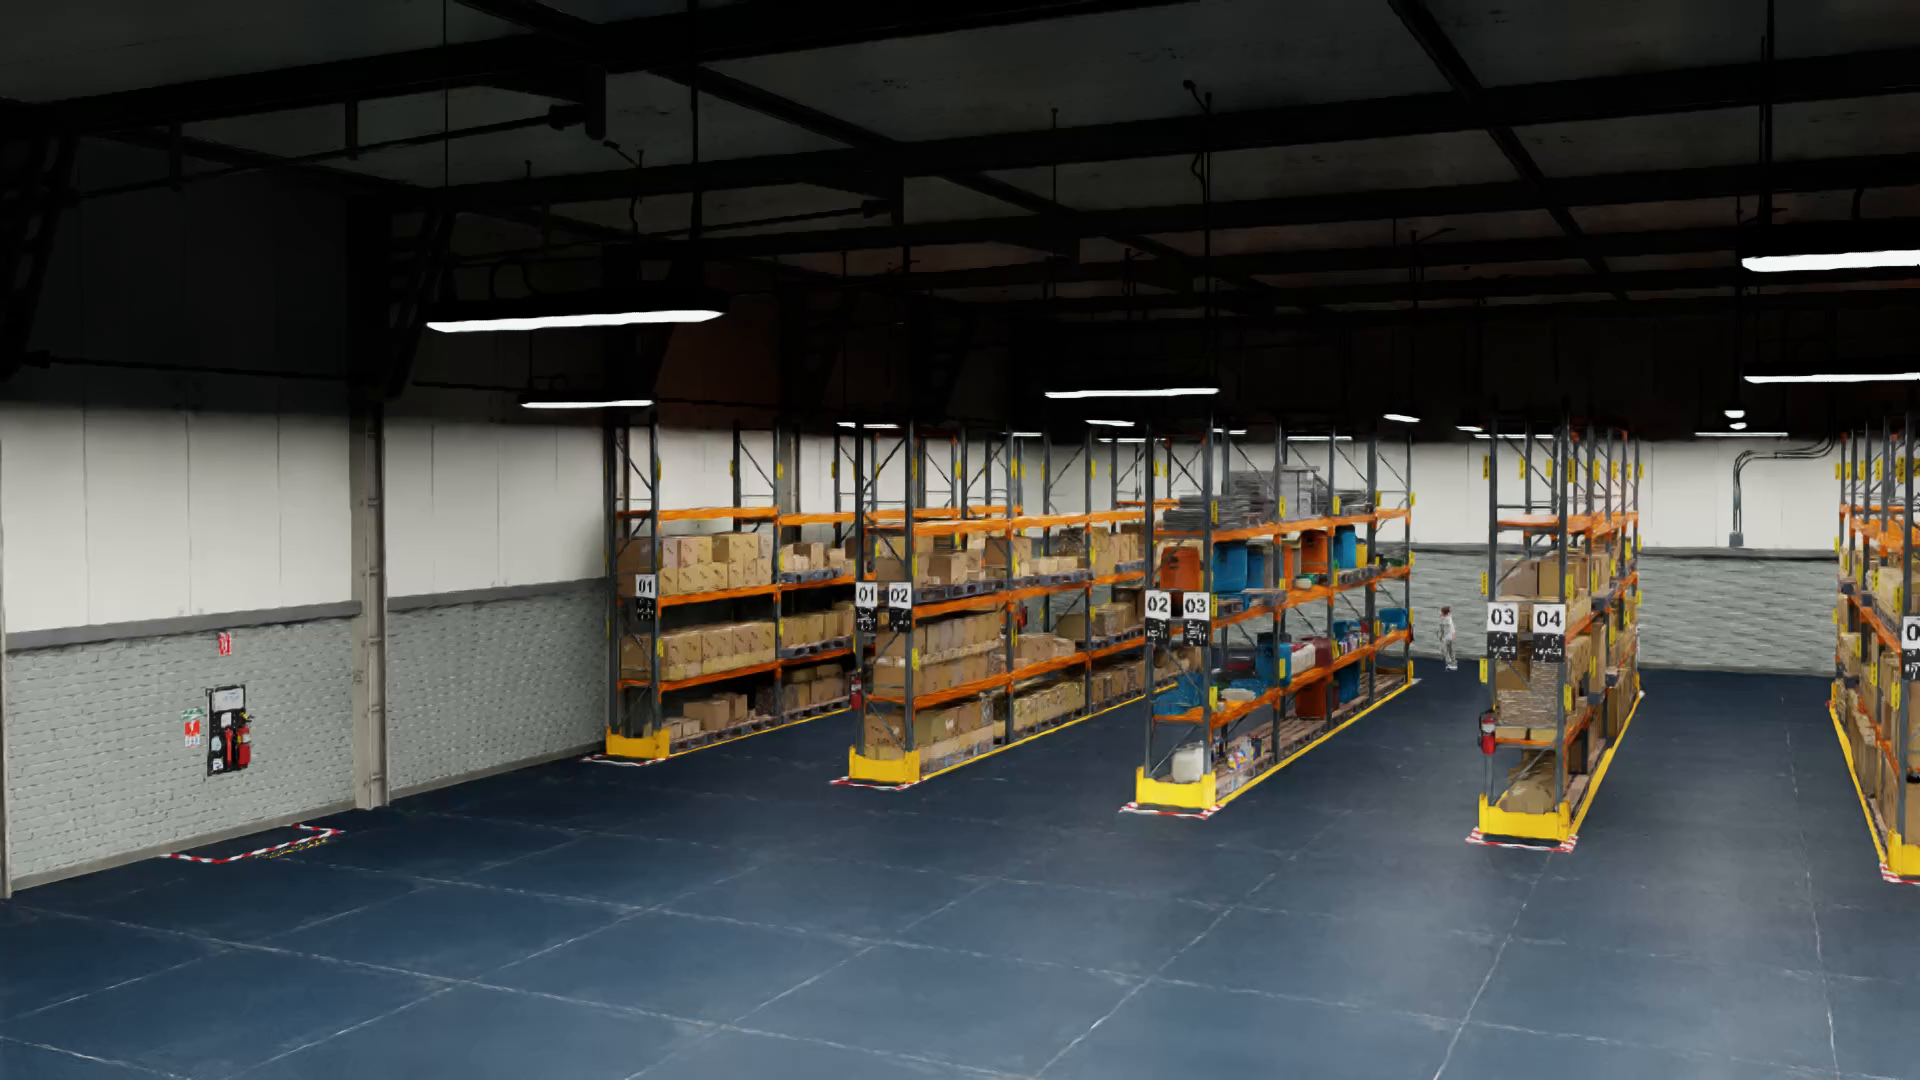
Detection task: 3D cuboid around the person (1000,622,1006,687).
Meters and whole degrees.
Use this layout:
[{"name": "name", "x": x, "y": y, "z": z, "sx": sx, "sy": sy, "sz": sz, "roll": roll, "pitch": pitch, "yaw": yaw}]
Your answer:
[{"name": "person", "x": 1.006, "y": 2.628, "z": 37.265, "sx": 0.456, "sy": 1.579, "sz": 1.088, "roll": 1, "pitch": 3, "yaw": 27}]

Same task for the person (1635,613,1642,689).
[{"name": "person", "x": 15.305, "y": 2.520, "z": 38.055, "sx": 0.620, "sy": 1.784, "sz": 0.516, "roll": -1, "pitch": 3, "yaw": -29}]

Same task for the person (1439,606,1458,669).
[{"name": "person", "x": 12.287, "y": 2.440, "z": 41.804, "sx": 0.460, "sy": 1.582, "sz": 0.520, "roll": 0, "pitch": 2, "yaw": -4}]
